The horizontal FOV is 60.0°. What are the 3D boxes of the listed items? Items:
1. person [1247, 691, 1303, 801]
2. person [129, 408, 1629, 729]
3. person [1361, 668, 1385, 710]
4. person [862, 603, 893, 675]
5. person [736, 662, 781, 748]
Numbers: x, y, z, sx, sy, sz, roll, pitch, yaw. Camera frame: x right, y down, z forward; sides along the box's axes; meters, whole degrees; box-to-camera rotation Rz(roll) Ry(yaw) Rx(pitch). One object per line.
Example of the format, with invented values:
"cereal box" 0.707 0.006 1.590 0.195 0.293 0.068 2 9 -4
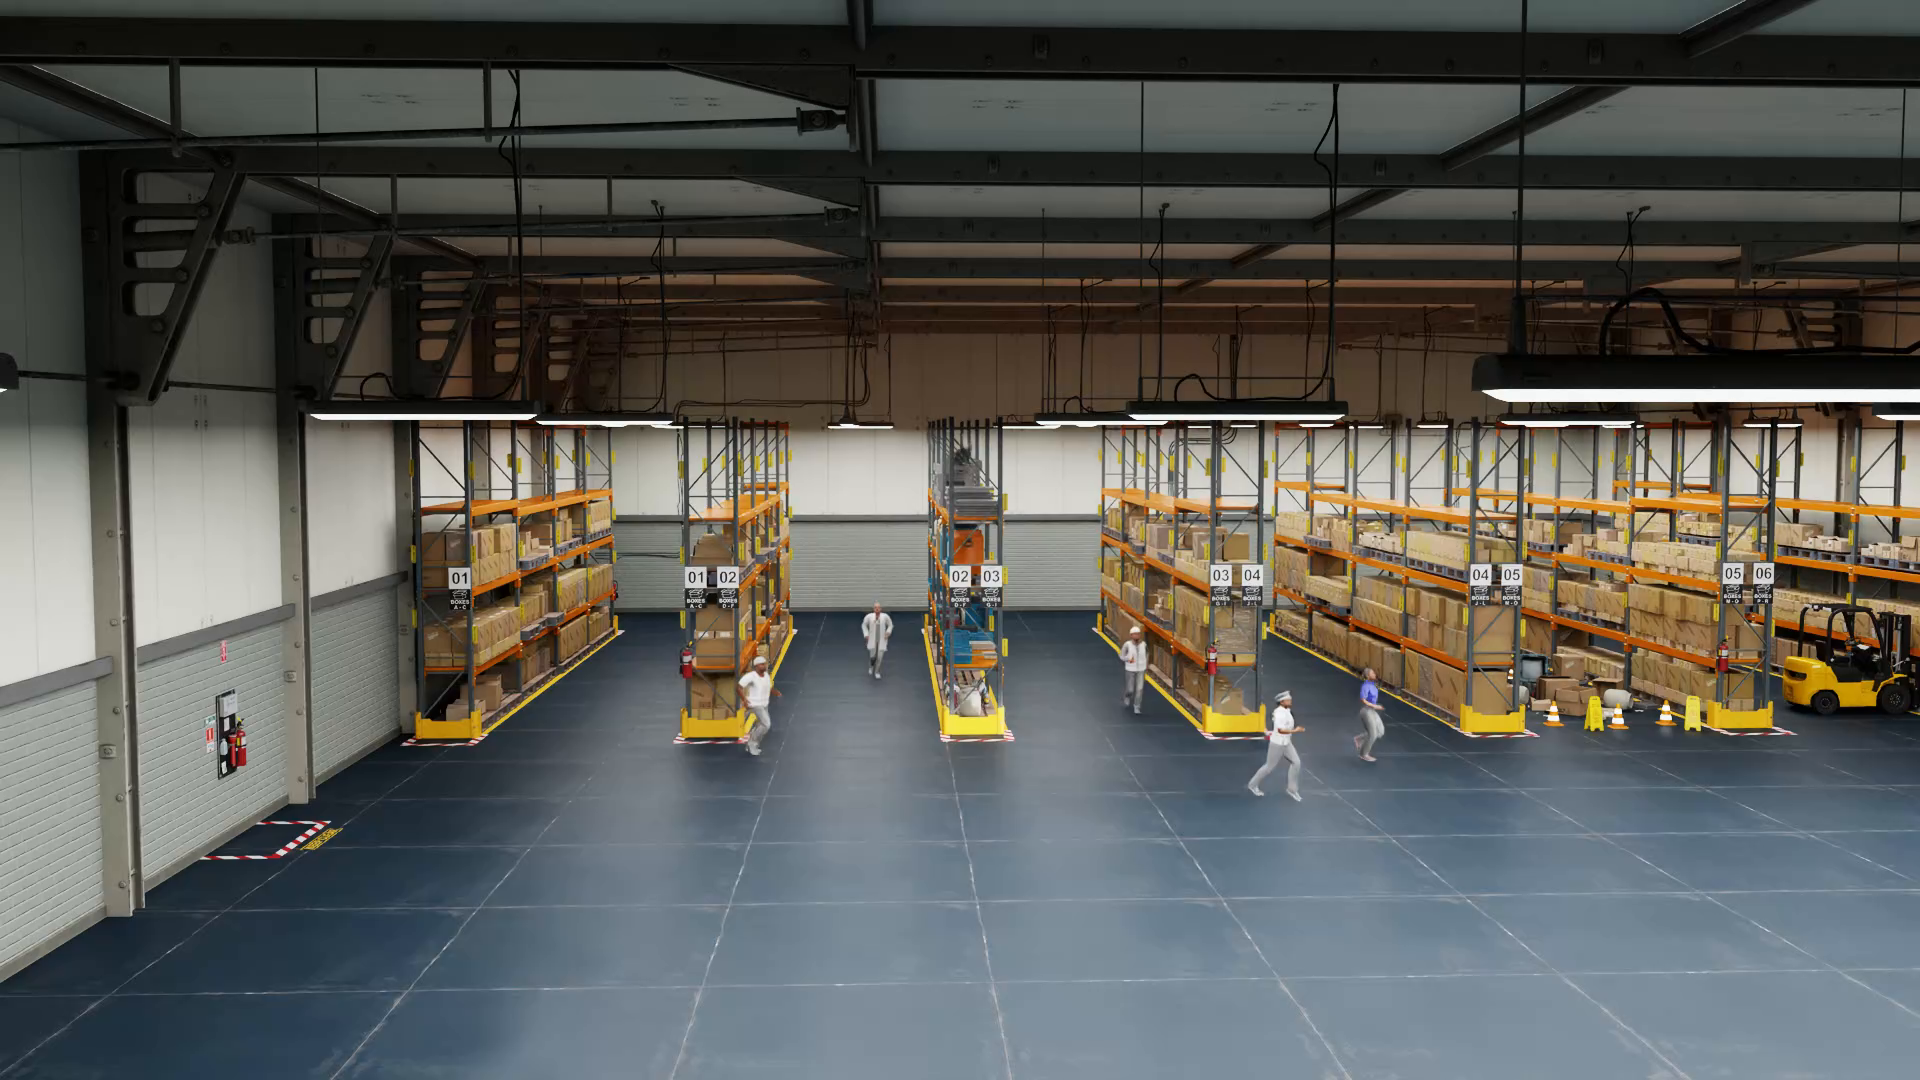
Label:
"person" 4.916 3.193 25.879 0.833 1.746 0.536 2 4 29
"person" 1.184 0.932 27.488 24.493 6.000 12.569 -1 4 -8
"person" 7.173 2.653 28.913 0.484 0.859 0.613 2 4 28
"person" -1.903 2.301 38.625 0.726 1.678 0.574 0 4 -6
"person" -3.518 2.904 29.383 0.671 1.627 0.697 2 4 27
